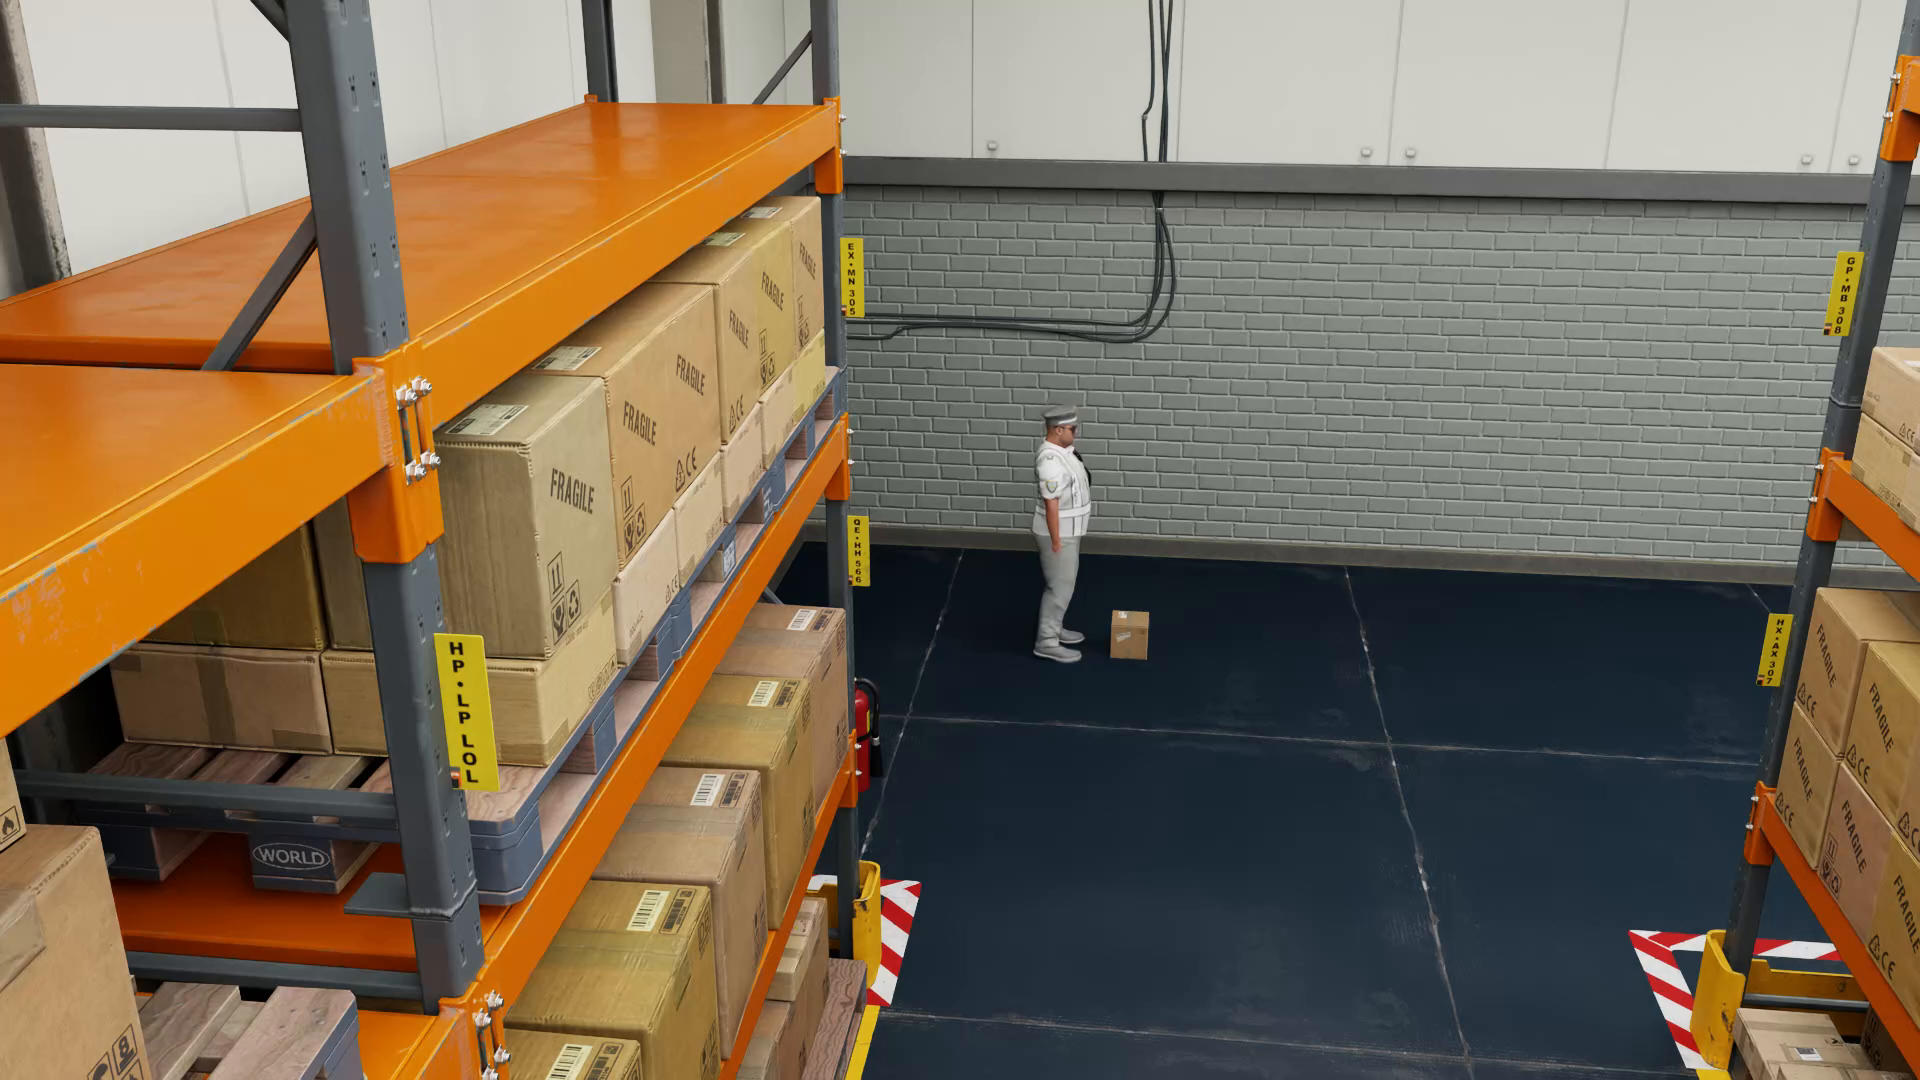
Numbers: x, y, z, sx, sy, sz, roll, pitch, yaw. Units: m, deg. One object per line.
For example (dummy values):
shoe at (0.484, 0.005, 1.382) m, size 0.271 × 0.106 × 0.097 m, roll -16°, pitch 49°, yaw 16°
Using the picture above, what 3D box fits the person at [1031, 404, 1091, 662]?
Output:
person at (0.684, -0.067, 11.260) m, size 0.393 × 1.752 × 0.528 m, roll 3°, pitch 21°, yaw 8°
